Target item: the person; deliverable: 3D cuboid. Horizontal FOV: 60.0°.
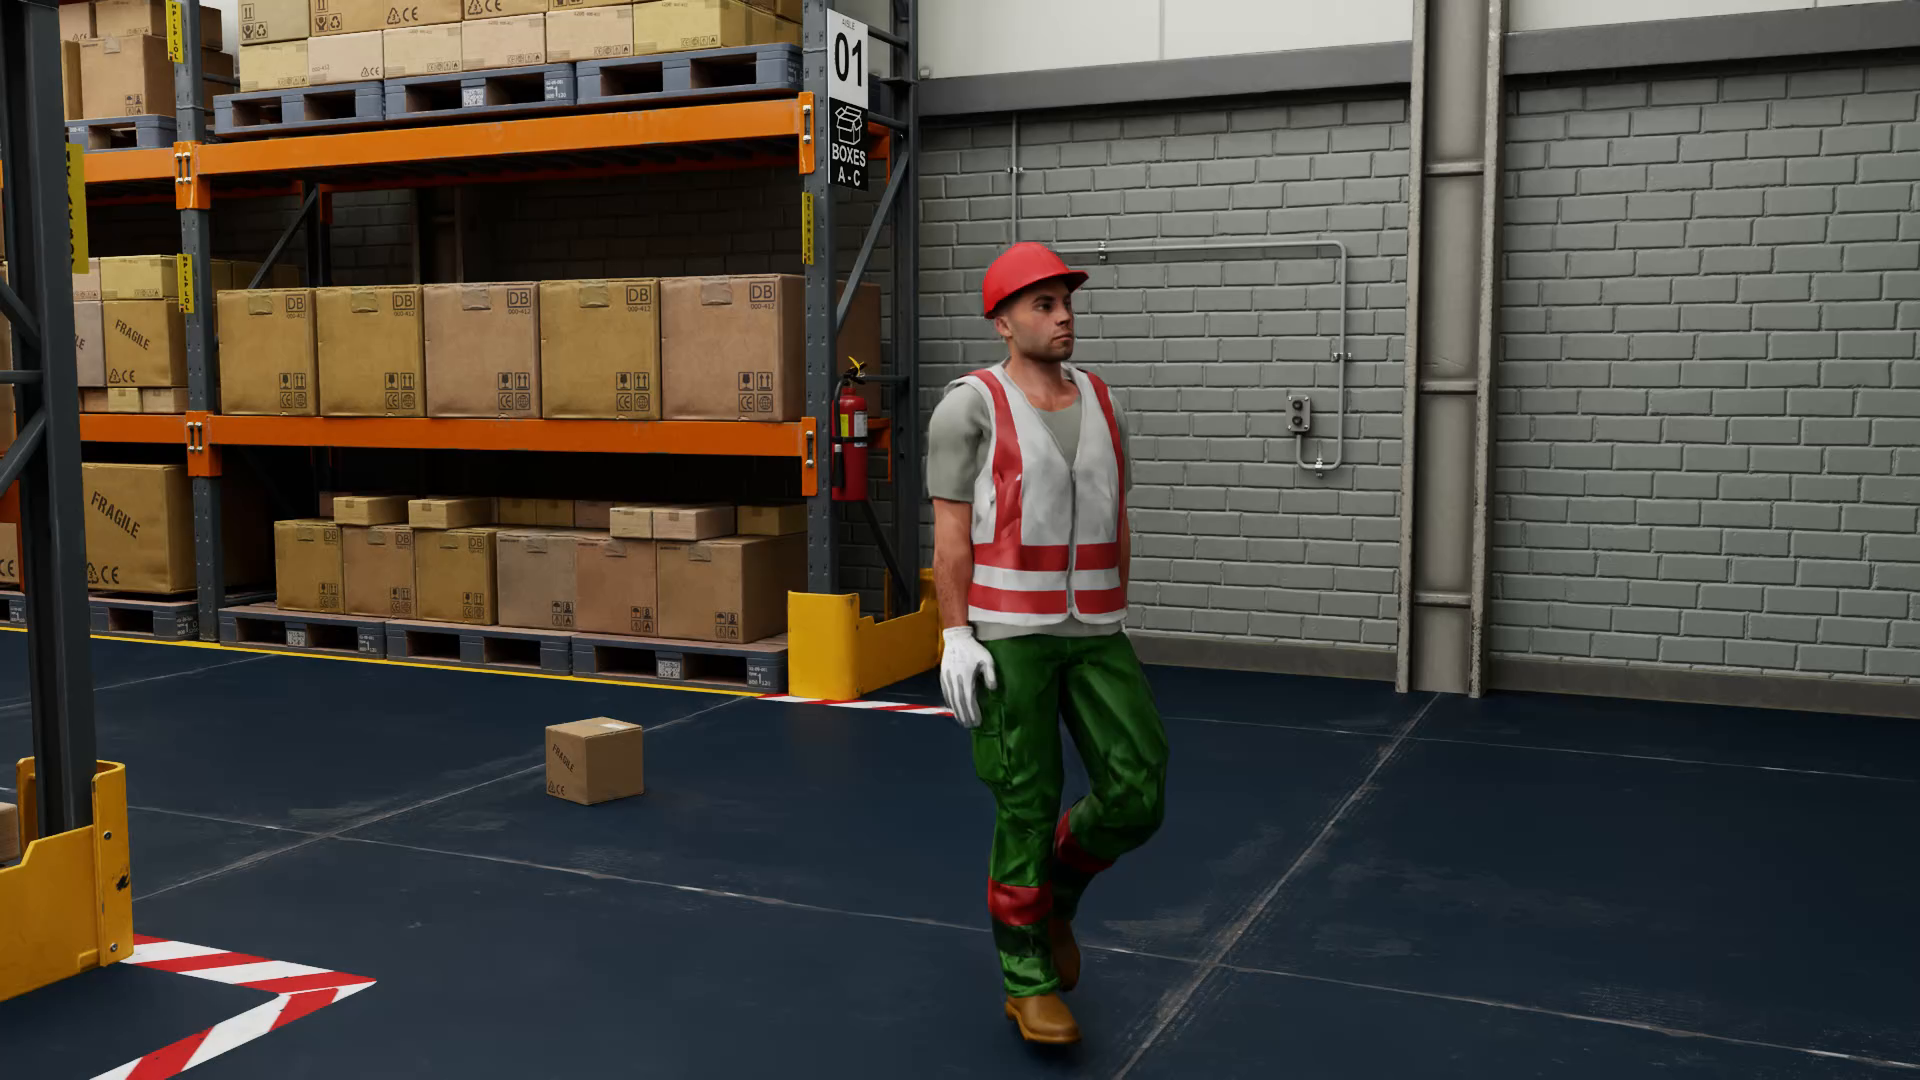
[{"bbox_3d":[0.182,0.222,3.780,0.543,1.782,0.501,-3,6,-25],"label":"person"}]
